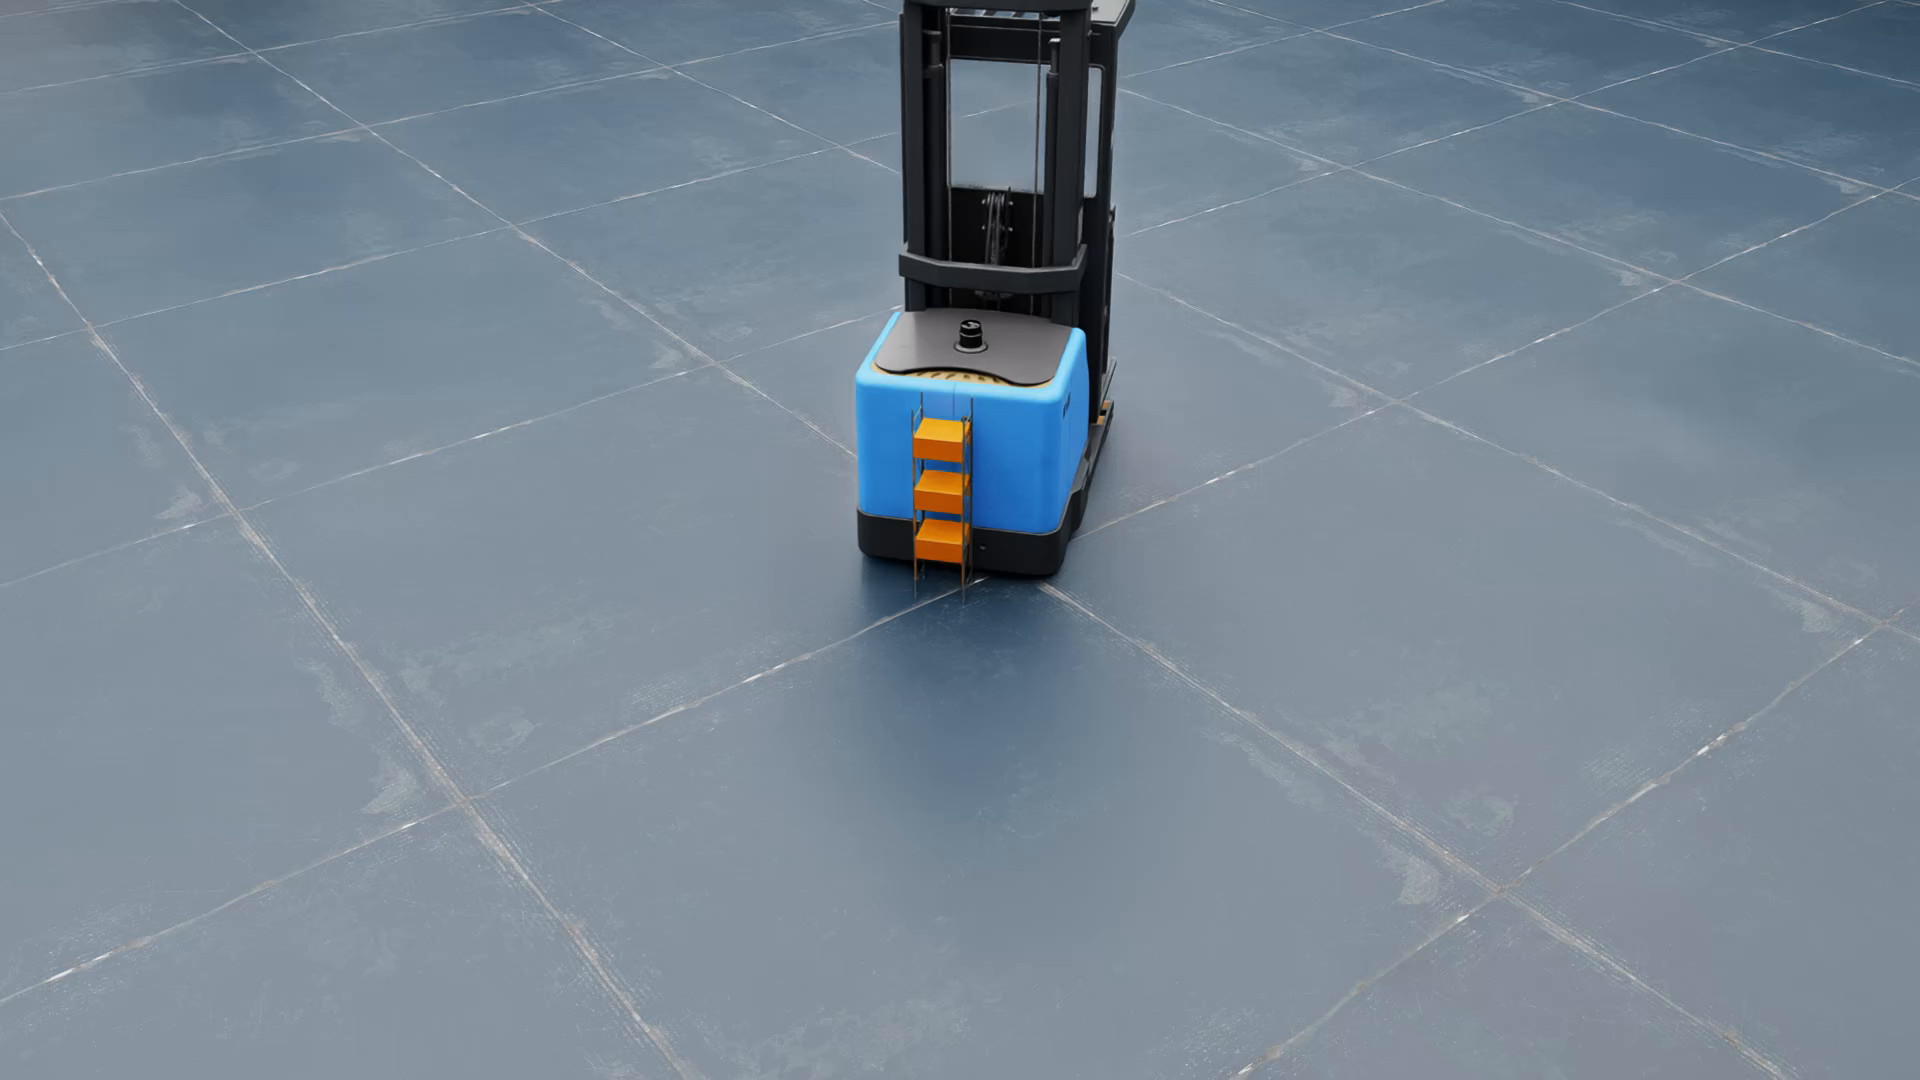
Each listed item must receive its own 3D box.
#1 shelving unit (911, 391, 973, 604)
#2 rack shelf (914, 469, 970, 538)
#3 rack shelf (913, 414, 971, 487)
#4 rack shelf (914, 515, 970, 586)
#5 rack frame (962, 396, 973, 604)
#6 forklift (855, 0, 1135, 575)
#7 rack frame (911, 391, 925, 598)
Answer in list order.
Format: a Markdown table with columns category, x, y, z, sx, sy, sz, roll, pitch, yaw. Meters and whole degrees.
| category | x | y | z | sx | sy | sz | roll | pitch | yaw |
| --- | --- | --- | --- | --- | --- | --- | --- | --- | --- |
| shelving unit | -0.083 | -0.195 | 8.068 | 0.252 | 1.050 | 0.215 | 7 | 32 | 11 |
| rack shelf | -0.083 | -0.186 | 8.074 | 0.240 | 0.259 | 0.215 | 7 | 32 | 11 |
| rack shelf | -0.083 | -0.427 | 7.924 | 0.240 | 0.259 | 0.215 | 7 | 32 | 11 |
| rack shelf | -0.083 | 0.050 | 8.220 | 0.240 | 0.259 | 0.215 | 7 | 32 | 11 |
| rack frame | 0.037 | -0.181 | 8.046 | 0.008 | 1.050 | 0.200 | 7 | 32 | 11 |
| forklift | 0.293 | -1.835 | 8.927 | 1.130 | 2.935 | 3.031 | 7 | 32 | 11 |
| rack frame | -0.202 | -0.208 | 8.090 | 0.008 | 1.050 | 0.200 | 7 | 32 | 11 |
